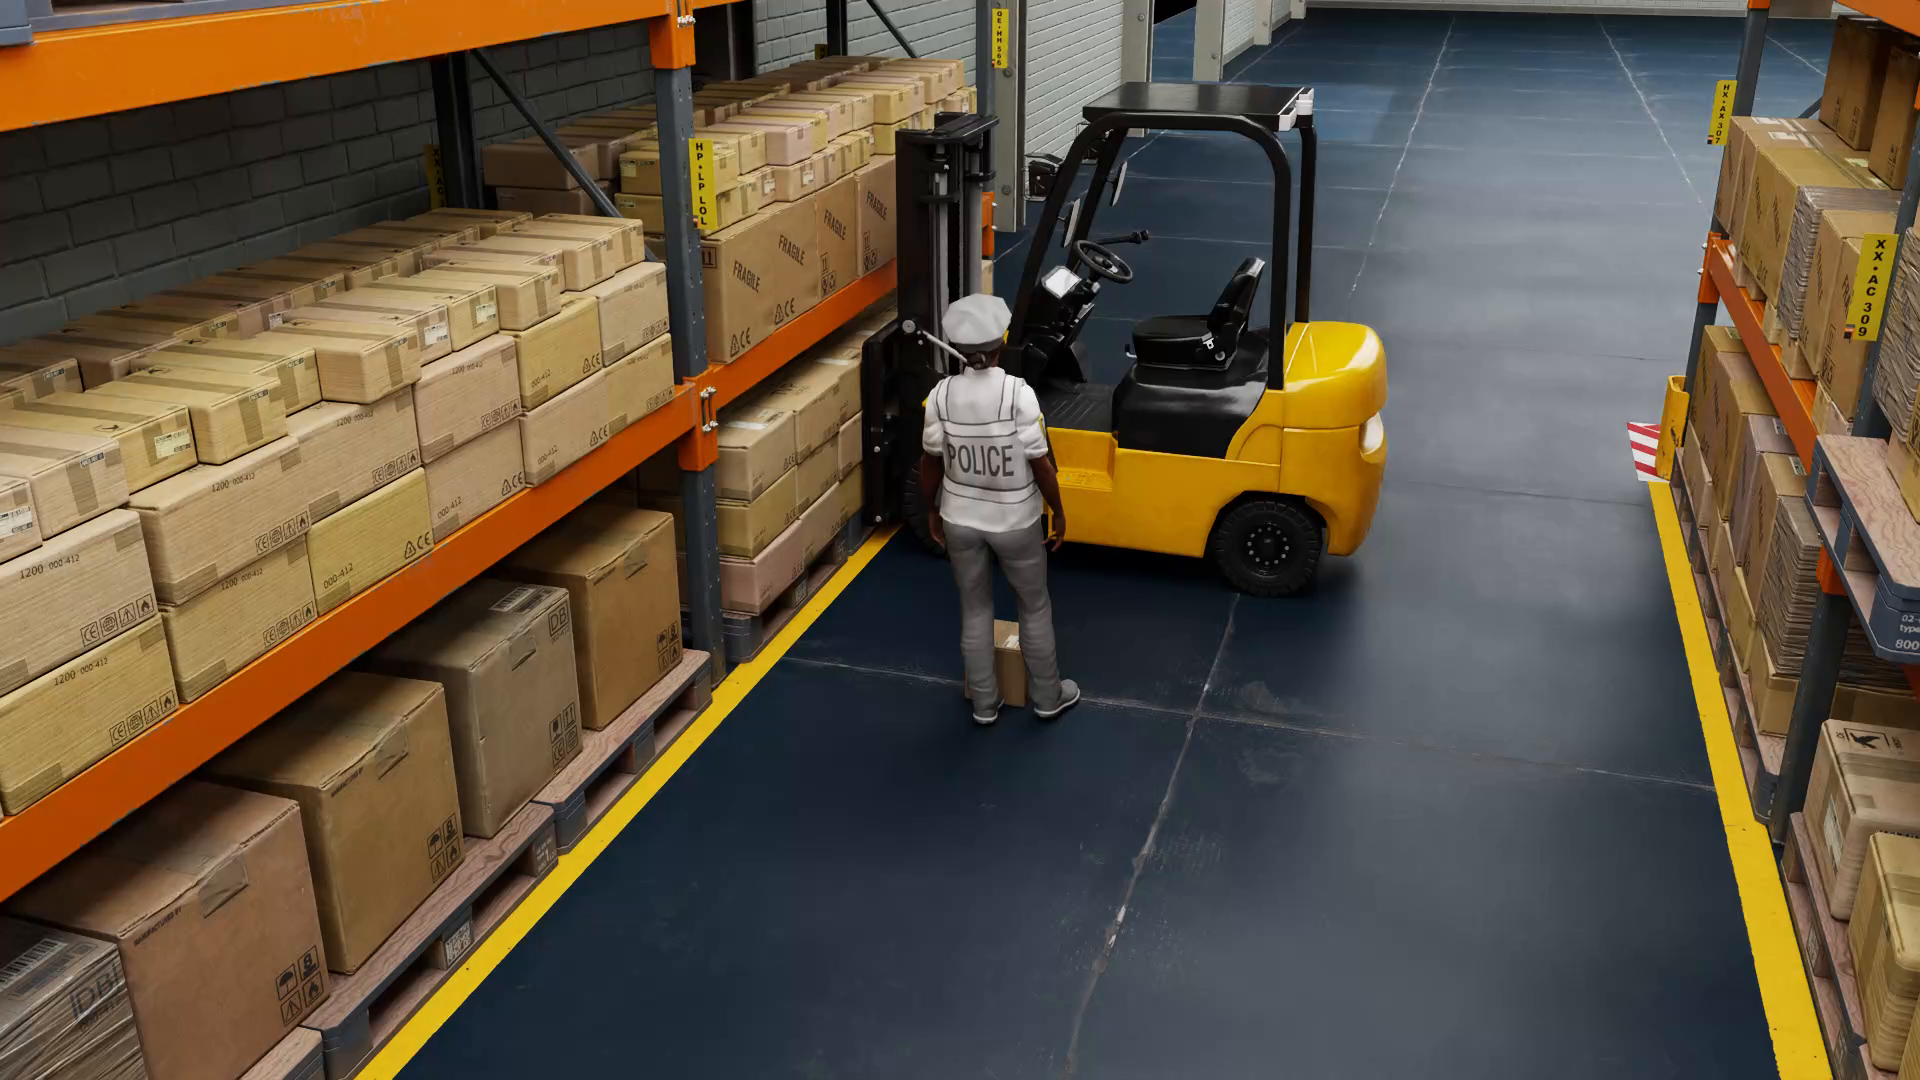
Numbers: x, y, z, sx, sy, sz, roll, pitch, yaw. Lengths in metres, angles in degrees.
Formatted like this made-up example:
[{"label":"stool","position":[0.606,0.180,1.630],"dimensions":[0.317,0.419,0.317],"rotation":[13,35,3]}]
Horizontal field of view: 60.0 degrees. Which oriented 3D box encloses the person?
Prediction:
[{"label":"person","position":[0.153,-0.105,6.278],"dimensions":[0.569,1.696,0.528],"rotation":[7,23,16]}]
